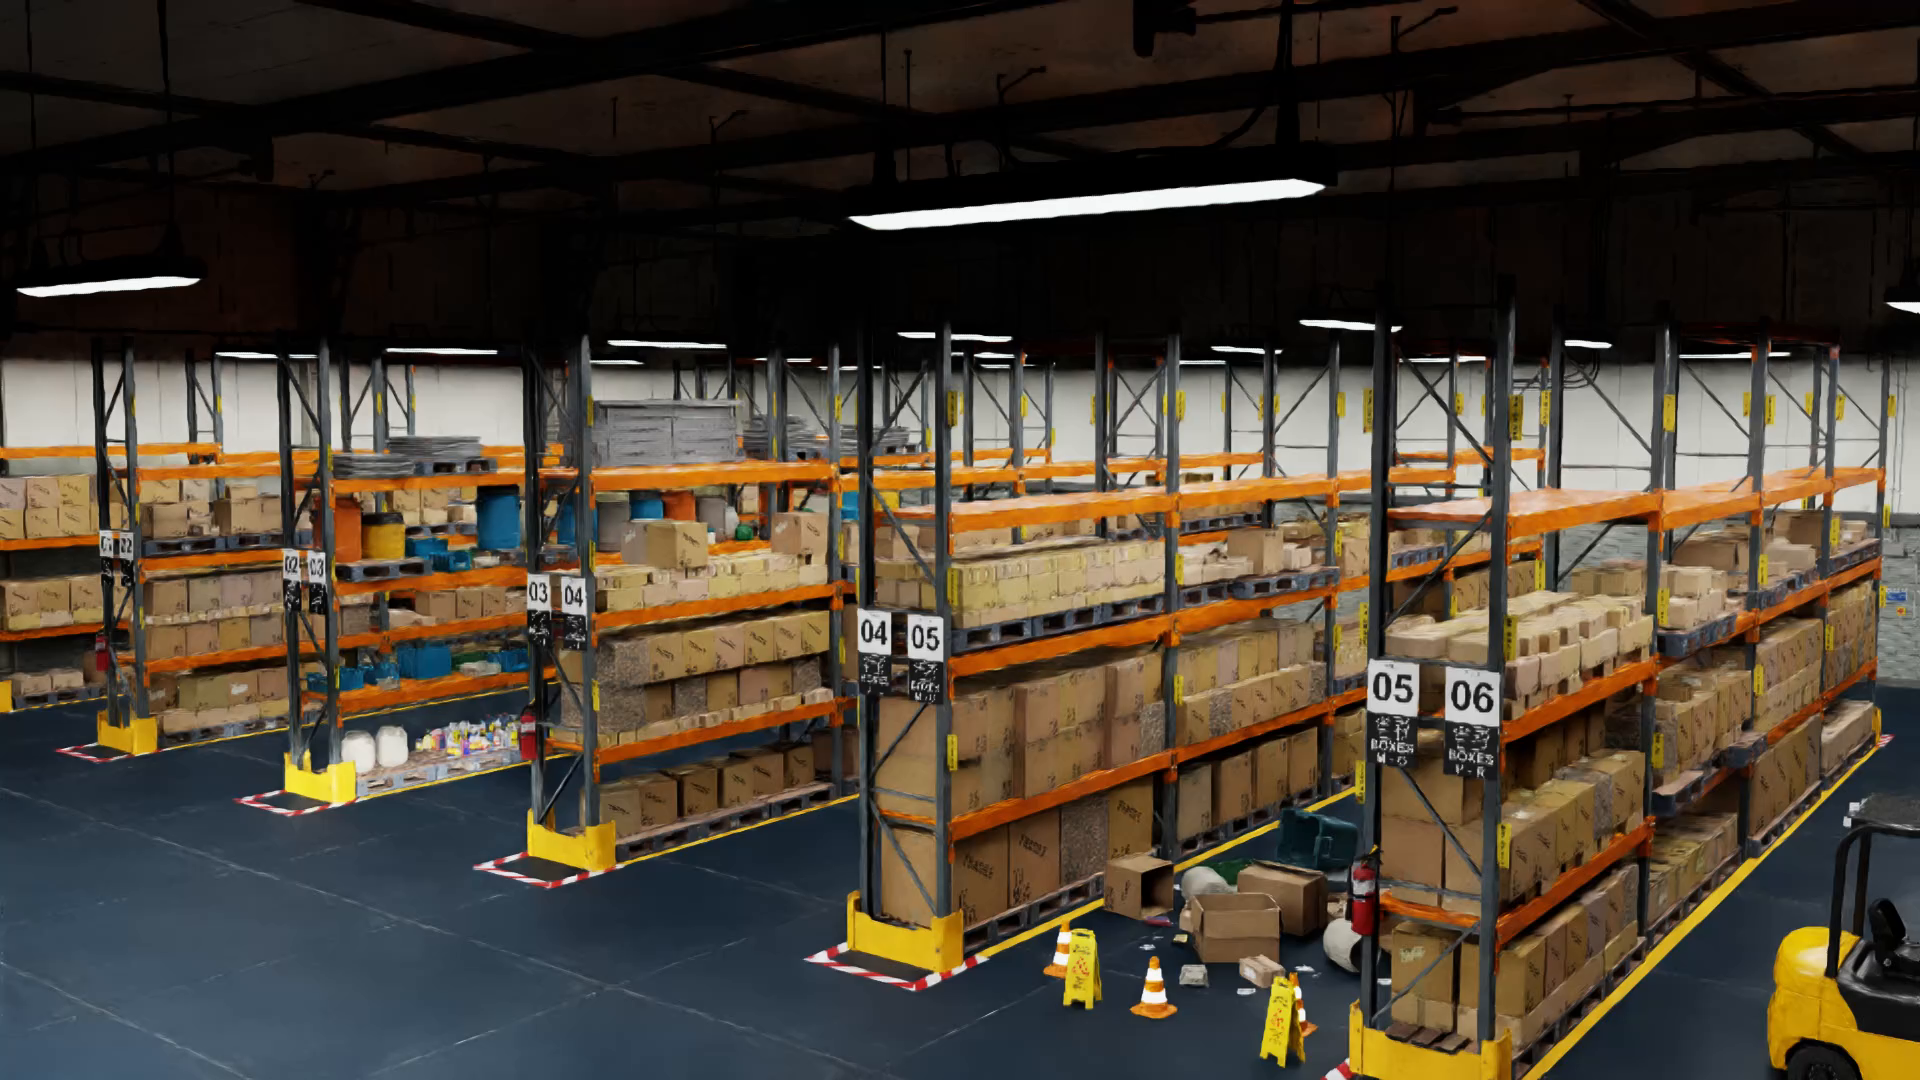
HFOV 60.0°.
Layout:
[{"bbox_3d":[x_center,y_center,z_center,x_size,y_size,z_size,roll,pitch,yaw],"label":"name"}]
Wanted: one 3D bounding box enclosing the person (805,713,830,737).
[{"bbox_3d":[-1.976,2.302,23.769,0.621,1.611,0.577,4,6,37],"label":"person"}]
